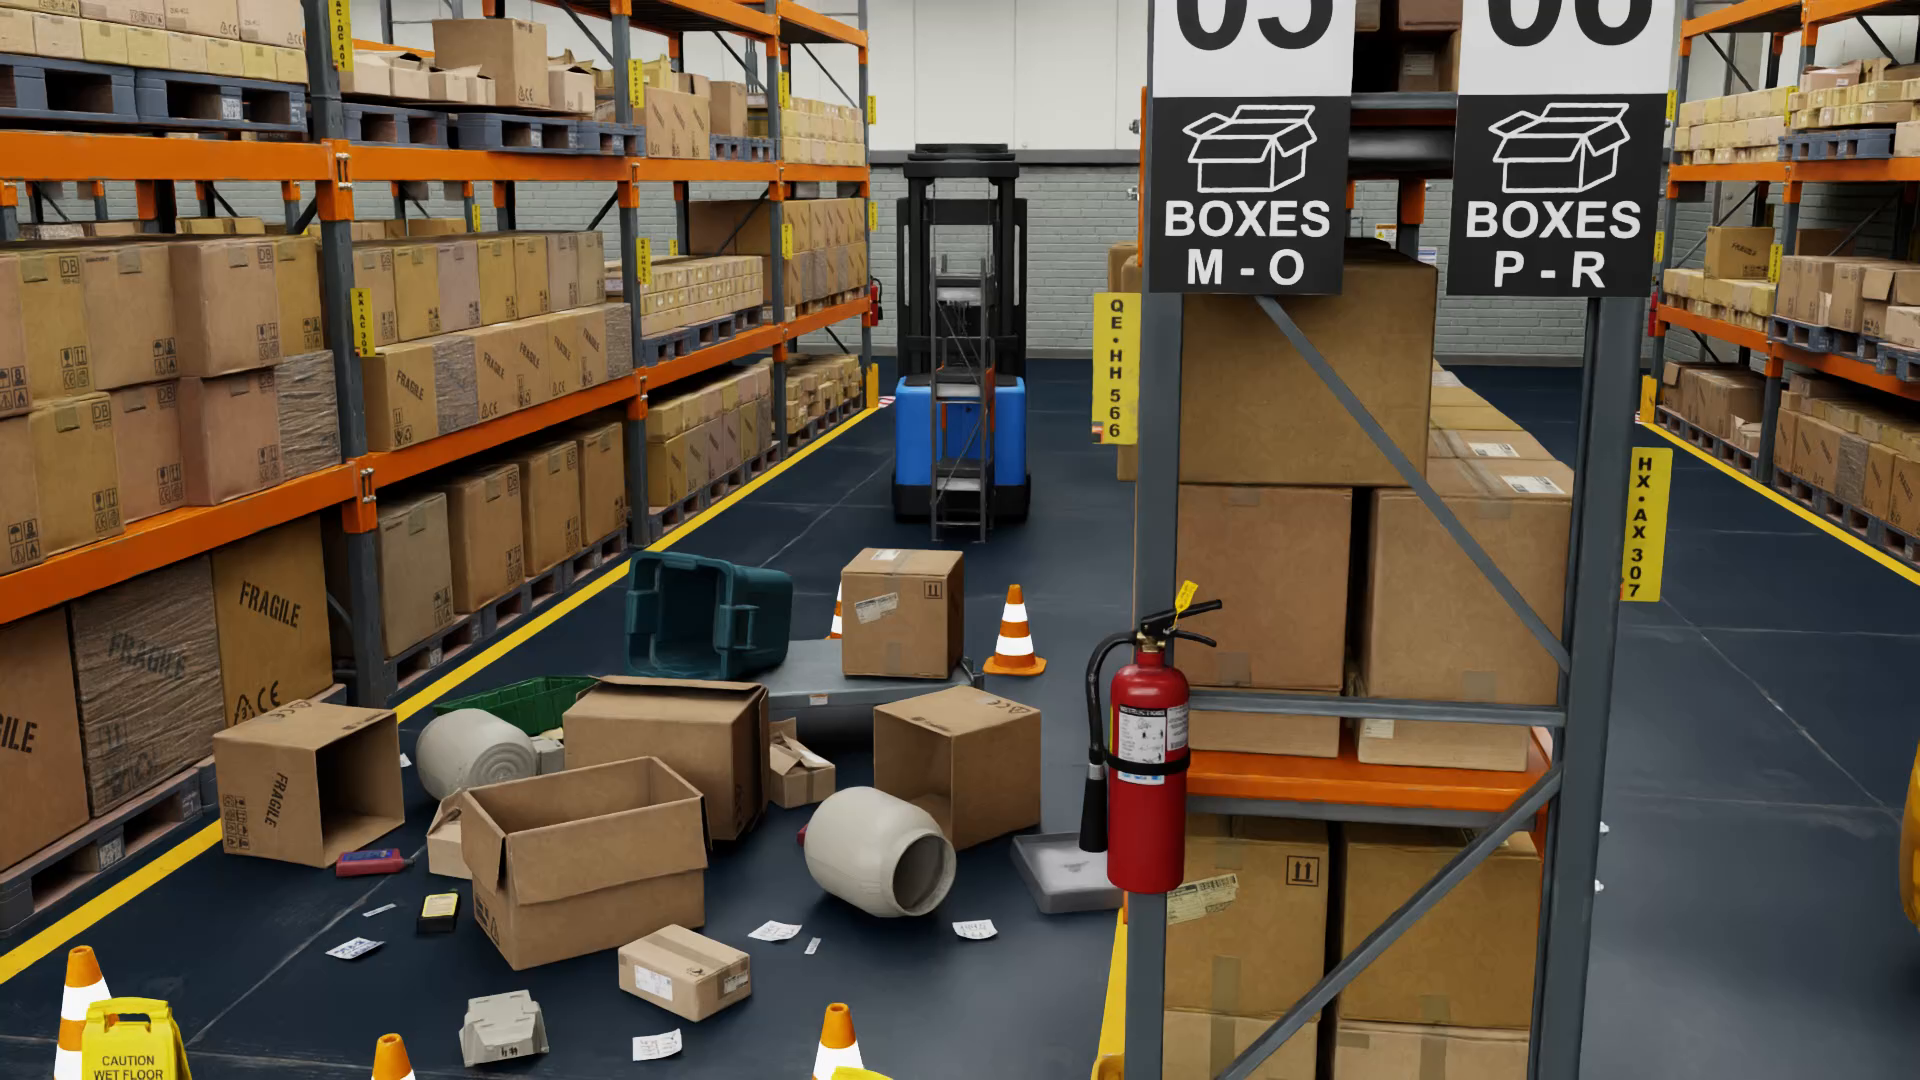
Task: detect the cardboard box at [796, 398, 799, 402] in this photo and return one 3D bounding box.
[{"bbox_3d":[-1.855,-1.393,16.900,0.380,0.149,0.250,2,12,8],"label":"cardboard box"}]

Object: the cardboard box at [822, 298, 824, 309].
[{"bbox_3d":[-1.662,-2.522,17.671,0.380,0.149,0.250,2,12,11],"label":"cardboard box"}]

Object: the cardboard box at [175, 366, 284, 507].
[{"bbox_3d":[-3.517,-0.479,7.239,0.875,0.550,0.550,2,12,9],"label":"cardboard box"}]

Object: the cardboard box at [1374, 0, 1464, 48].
[{"bbox_3d":[1.223,-1.260,3.751,0.500,0.250,0.500,2,12,8],"label":"cardboard box"}]

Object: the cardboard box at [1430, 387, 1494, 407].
[{"bbox_3d":[1.453,-0.230,5.497,0.500,0.500,0.500,2,12,7],"label":"cardboard box"}]

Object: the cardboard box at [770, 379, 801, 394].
[{"bbox_3d":[-1.830,-1.540,16.879,0.380,0.149,0.250,2,12,8],"label":"cardboard box"}]

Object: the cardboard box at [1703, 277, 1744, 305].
[{"bbox_3d":[7.702,-2.465,16.462,0.500,0.250,0.500,2,12,7],"label":"cardboard box"}]

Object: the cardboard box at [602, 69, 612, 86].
[{"bbox_3d":[-2.811,-3.681,13.279,0.396,0.266,0.258,2,12,9],"label":"cardboard box"}]

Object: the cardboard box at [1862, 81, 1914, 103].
[{"bbox_3d":[6.975,-3.336,12.391,0.380,0.149,0.250,2,12,9],"label":"cardboard box"}]

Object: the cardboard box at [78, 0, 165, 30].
[{"bbox_3d":[-3.389,-2.070,6.276,0.500,0.250,0.500,2,12,8],"label":"cardboard box"}]

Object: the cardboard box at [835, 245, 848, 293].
[{"bbox_3d":[-1.532,-2.975,18.236,0.500,0.500,0.500,2,12,9],"label":"cardboard box"}]

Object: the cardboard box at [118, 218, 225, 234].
[{"bbox_3d":[-7.272,-2.708,15.323,0.797,0.503,0.637,2,12,9],"label":"cardboard box"}]

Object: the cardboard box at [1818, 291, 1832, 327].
[{"bbox_3d":[7.040,-1.827,13.171,0.396,0.266,0.258,2,12,11],"label":"cardboard box"}]

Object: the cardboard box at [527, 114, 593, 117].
[{"bbox_3d":[-2.669,-2.905,11.054,0.380,0.166,0.250,2,12,9],"label":"cardboard box"}]

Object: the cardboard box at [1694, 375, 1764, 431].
[{"bbox_3d":[7.710,-1.372,16.676,0.500,0.500,0.500,2,12,10],"label":"cardboard box"}]

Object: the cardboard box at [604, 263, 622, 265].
[{"bbox_3d":[-2.930,-2.244,13.973,0.380,0.149,0.250,2,12,10],"label":"cardboard box"}]

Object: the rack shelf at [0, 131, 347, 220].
[{"bbox_3d":[-3.717,-1.296,5.975,1.077,0.370,4.000,2,12,9],"label":"rack shelf"}]

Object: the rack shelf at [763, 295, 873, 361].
[{"bbox_3d":[-1.872,-2.328,17.883,1.077,0.370,4.000,2,12,9],"label":"rack shelf"}]

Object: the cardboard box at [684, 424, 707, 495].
[{"bbox_3d":[-2.360,-0.658,13.361,0.500,0.500,0.500,2,12,9],"label":"cardboard box"}]

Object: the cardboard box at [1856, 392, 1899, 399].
[{"bbox_3d":[7.861,-1.178,14.238,0.380,0.149,0.250,1,12,6],"label":"cardboard box"}]

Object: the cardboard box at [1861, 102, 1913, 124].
[{"bbox_3d":[6.983,-3.191,12.424,0.380,0.149,0.250,2,12,10],"label":"cardboard box"}]

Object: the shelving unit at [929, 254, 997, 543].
[{"bbox_3d":[0.025,-1.061,12.432,0.431,2.100,0.503,2,12,9],"label":"shelving unit"}]

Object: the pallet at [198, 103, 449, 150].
[{"bbox_3d":[-3.317,-2.163,8.745,0.805,0.209,1.217,1,12,6],"label":"pallet"}]

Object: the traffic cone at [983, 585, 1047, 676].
[{"bbox_3d":[0.304,0.478,9.176,0.336,0.463,0.334,2,12,9],"label":"traffic cone"}]

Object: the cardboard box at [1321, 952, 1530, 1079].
[{"bbox_3d":[1.279,1.354,4.620,0.500,0.250,0.500,2,12,8],"label":"cardboard box"}]

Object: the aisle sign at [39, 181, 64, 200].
[{"bbox_3d":[-11.626,-4.734,21.167,0.394,0.787,0.004,2,12,9],"label":"aisle sign"}]

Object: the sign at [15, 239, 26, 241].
[{"bbox_3d":[-7.142,-2.124,12.668,0.100,0.325,0.005,2,12,9],"label":"sign"}]

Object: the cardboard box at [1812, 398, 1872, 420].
[{"bbox_3d":[7.320,-1.084,13.801,0.380,0.149,0.250,1,12,6],"label":"cardboard box"}]

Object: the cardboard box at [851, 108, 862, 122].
[{"bbox_3d":[-1.325,-4.849,18.978,0.380,0.149,0.250,2,12,8],"label":"cardboard box"}]

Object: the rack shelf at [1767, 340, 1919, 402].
[{"bbox_3d":[7.325,-1.196,12.630,1.077,0.370,4.000,2,12,9],"label":"rack shelf"}]

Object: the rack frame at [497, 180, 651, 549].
[{"bbox_3d":[-2.794,-1.431,12.011,1.000,3.000,0.127,2,12,9],"label":"rack frame"}]

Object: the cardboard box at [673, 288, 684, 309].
[{"bbox_3d":[-2.406,-1.917,13.163,0.380,0.149,0.250,2,12,9],"label":"cardboard box"}]

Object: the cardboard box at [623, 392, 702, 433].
[{"bbox_3d":[-2.371,-1.022,13.271,0.500,0.250,0.500,2,12,8],"label":"cardboard box"}]

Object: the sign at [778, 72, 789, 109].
[{"bbox_3d":[-1.630,-4.158,15.383,0.100,0.325,0.005,2,12,9],"label":"sign"}]

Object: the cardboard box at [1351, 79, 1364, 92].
[{"bbox_3d":[1.418,-1.408,5.382,0.380,0.149,0.250,2,12,8],"label":"cardboard box"}]

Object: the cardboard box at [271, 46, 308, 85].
[{"bbox_3d":[-3.150,-2.109,7.403,0.380,0.149,0.250,2,12,8],"label":"cardboard box"}]

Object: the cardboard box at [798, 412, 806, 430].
[{"bbox_3d":[-1.765,-1.196,16.691,0.380,0.149,0.250,2,12,10],"label":"cardboard box"}]

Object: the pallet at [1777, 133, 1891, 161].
[{"bbox_3d":[7.463,-3.205,13.570,1.213,0.211,1.003,2,12,9],"label":"pallet"}]

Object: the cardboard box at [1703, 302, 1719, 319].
[{"bbox_3d":[7.659,-2.292,16.605,0.380,0.149,0.250,2,12,10],"label":"cardboard box"}]

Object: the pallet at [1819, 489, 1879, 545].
[{"bbox_3d":[7.360,-0.175,12.806,1.003,0.211,1.213,2,12,9],"label":"pallet"}]

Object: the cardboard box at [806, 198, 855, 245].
[{"bbox_3d":[-1.467,-3.570,18.623,0.500,0.500,0.500,1,12,7],"label":"cardboard box"}]

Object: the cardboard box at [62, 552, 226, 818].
[{"bbox_3d":[-3.710,0.552,6.859,0.875,0.875,0.875,2,12,9],"label":"cardboard box"}]

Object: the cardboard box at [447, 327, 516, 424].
[{"bbox_3d":[-2.906,-0.957,9.575,0.500,0.500,0.500,2,12,8],"label":"cardboard box"}]

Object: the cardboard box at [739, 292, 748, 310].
[{"bbox_3d":[-2.124,-2.151,14.952,0.380,0.149,0.250,2,12,8],"label":"cardboard box"}]

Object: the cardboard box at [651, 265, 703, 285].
[{"bbox_3d":[-2.331,-2.167,13.618,0.380,0.149,0.250,2,12,10],"label":"cardboard box"}]

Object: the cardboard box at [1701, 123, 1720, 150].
[{"bbox_3d":[7.761,-4.039,16.644,0.500,0.250,0.500,2,12,7],"label":"cardboard box"}]

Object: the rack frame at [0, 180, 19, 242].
[{"bbox_3d":[-7.680,-1.612,12.855,1.000,3.000,0.127,2,12,9],"label":"rack frame"}]

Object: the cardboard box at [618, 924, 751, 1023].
[{"bbox_3d":[-0.913,1.430,5.507,0.380,0.149,0.250,10,15,38],"label":"cardboard box"}]

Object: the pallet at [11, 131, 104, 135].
[{"bbox_3d":[-7.633,-3.122,13.188,1.213,0.211,1.003,2,12,11],"label":"pallet"}]

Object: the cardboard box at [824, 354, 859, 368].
[{"bbox_3d":[-1.395,-2.080,19.383,0.380,0.149,0.250,2,12,9],"label":"cardboard box"}]

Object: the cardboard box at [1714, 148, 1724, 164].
[{"bbox_3d":[7.637,-3.765,16.321,0.380,0.149,0.250,2,12,9],"label":"cardboard box"}]

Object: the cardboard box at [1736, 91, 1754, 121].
[{"bbox_3d":[7.628,-4.071,15.605,0.500,0.250,0.500,2,12,10],"label":"cardboard box"}]

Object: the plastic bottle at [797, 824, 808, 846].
[{"bbox_3d":[-0.554,1.186,6.846,0.133,0.061,0.283,4,13,18],"label":"plastic bottle"}]

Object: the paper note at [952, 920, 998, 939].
[{"bbox_3d":[0.055,1.391,5.966,0.142,0.019,0.148,-2,12,-11],"label":"paper note"}]

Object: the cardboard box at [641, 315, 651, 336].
[{"bbox_3d":[-2.526,-1.600,12.395,0.380,0.149,0.250,2,12,8],"label":"cardboard box"}]

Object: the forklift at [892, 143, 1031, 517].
[{"bbox_3d":[0.017,-1.876,14.243,1.130,2.935,3.031,0,12,0],"label":"forklift"}]

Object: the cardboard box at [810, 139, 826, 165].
[{"bbox_3d":[-1.680,-3.956,16.968,0.500,0.250,0.500,2,12,11],"label":"cardboard box"}]
